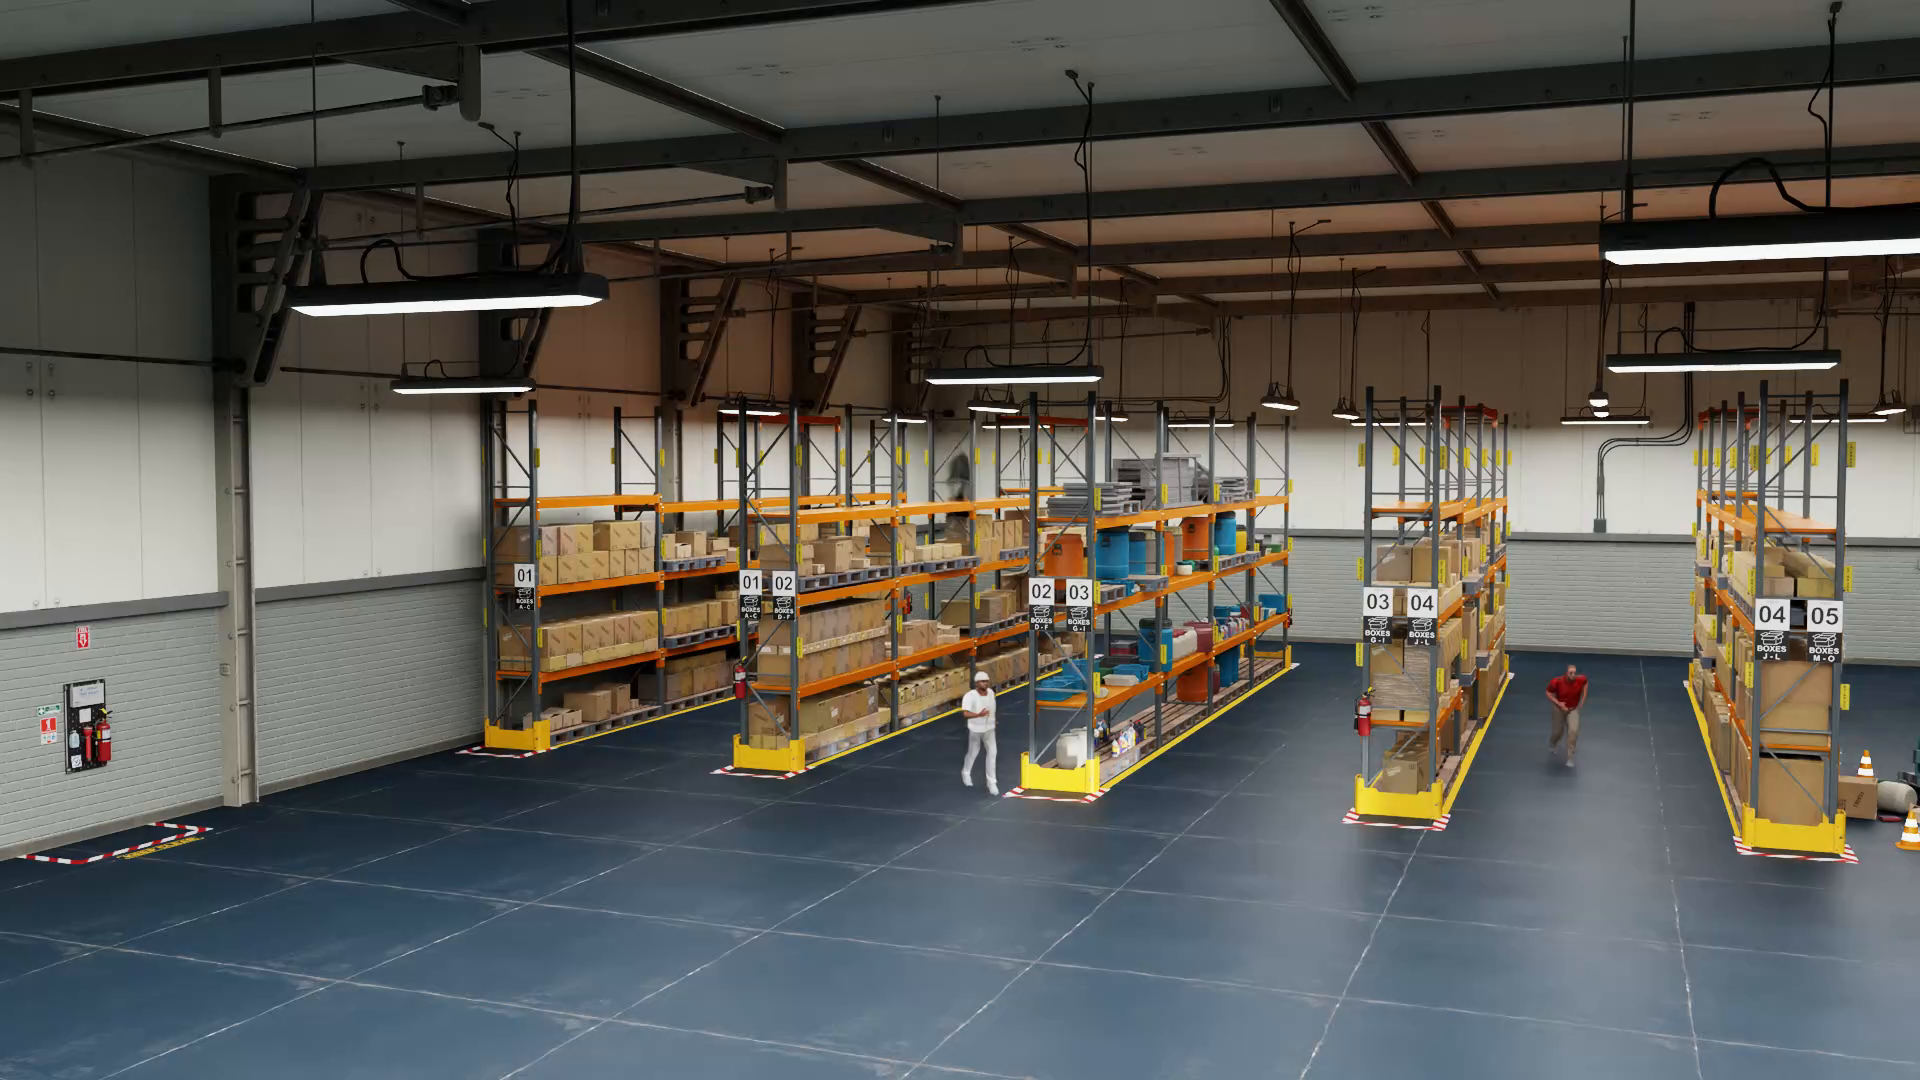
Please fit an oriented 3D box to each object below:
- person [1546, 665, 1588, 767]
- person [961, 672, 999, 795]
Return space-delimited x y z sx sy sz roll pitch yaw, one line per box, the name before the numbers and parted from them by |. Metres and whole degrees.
person | 9.950 2.854 27.403 0.703 1.694 1.020 0 3 0
person | 0.300 2.867 24.972 0.681 1.804 0.897 -1 3 -26
